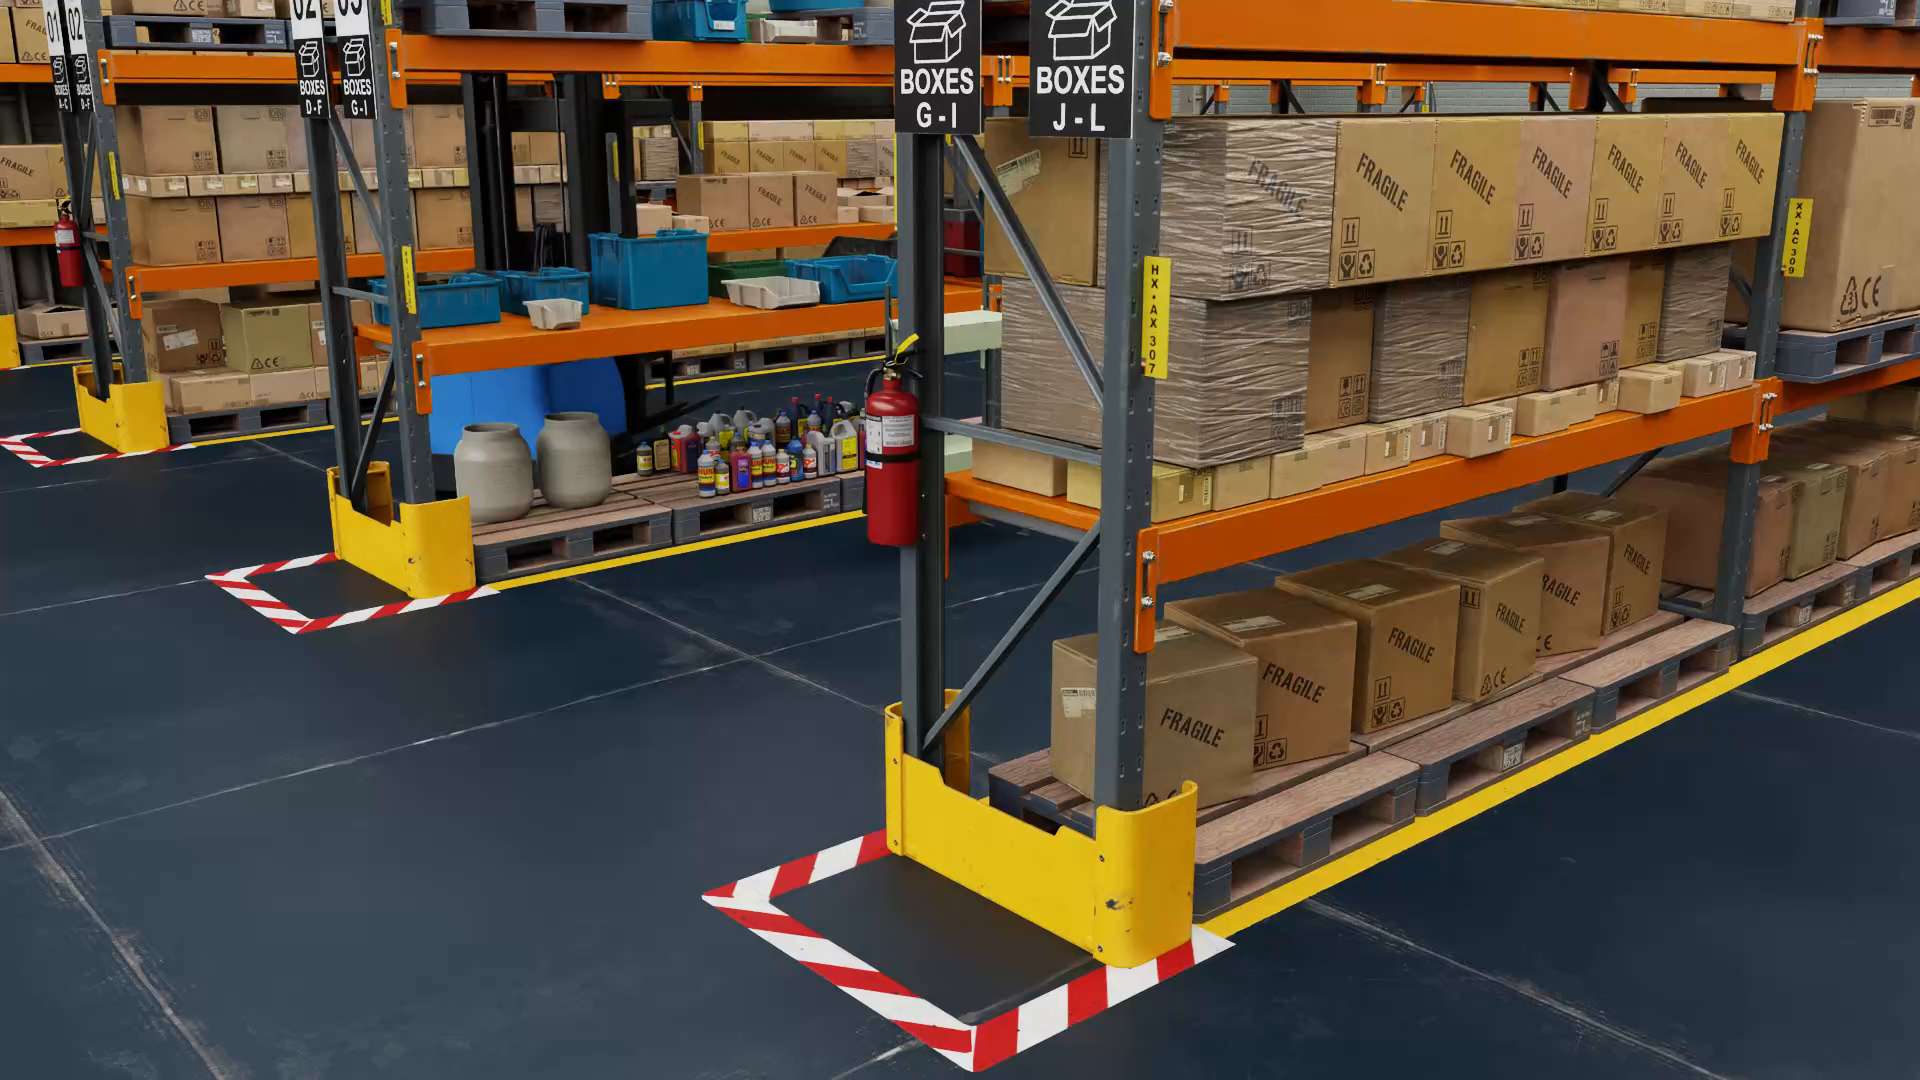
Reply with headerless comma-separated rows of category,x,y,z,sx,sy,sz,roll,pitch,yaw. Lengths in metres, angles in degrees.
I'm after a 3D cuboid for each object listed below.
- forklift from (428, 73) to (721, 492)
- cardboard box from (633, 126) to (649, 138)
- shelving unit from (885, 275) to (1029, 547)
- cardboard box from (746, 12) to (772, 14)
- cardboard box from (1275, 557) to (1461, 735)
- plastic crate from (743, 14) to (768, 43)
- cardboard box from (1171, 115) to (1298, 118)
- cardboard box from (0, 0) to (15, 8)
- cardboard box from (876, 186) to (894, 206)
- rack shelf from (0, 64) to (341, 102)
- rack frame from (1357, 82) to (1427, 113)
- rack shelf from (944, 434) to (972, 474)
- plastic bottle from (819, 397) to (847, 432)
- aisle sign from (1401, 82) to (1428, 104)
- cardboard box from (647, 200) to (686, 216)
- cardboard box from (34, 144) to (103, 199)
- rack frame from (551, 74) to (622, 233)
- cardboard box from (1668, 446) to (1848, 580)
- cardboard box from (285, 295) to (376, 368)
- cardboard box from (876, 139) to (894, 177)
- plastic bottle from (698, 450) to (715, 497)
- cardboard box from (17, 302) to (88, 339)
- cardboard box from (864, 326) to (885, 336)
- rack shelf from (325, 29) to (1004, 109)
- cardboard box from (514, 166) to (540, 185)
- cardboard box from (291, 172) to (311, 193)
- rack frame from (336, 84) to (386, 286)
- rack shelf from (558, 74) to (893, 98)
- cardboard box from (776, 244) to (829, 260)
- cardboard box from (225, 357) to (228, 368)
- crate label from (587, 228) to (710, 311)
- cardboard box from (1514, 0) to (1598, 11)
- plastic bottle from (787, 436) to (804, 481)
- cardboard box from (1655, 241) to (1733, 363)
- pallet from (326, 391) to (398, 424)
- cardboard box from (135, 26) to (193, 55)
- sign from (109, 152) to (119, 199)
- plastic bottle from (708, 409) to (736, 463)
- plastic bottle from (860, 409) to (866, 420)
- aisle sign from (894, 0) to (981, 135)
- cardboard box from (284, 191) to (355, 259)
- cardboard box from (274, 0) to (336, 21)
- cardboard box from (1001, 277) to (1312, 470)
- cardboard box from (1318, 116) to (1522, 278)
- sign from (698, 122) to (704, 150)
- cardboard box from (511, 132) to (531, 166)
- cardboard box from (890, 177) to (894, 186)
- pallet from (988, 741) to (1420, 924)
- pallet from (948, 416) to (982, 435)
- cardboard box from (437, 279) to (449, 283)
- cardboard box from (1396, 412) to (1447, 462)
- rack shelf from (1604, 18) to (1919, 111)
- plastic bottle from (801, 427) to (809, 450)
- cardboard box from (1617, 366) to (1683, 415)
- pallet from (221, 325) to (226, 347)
forklift,-2.643,-2.019,11.627,1.130,2.935,3.031,4,16,15
cardboard box,-4.019,-4.994,20.331,0.380,0.149,0.250,12,19,38
shelving unit,-0.005,-0.723,9.552,0.755,1.500,0.431,-13,19,-39
cardboard box,-1.826,-4.792,15.541,0.500,0.250,0.500,14,20,42
cardboard box,1.569,0.399,6.475,0.500,0.500,0.500,-10,18,-34
plastic crate,-1.429,-3.068,10.020,0.450,0.188,0.336,-13,19,-39
cardboard box,0.800,-1.196,5.706,0.500,0.500,0.500,-13,19,-39
cardboard box,-9.130,-5.194,15.402,0.500,0.500,0.500,14,21,43
cardboard box,-0.594,-3.482,17.144,0.500,0.311,0.500,-11,19,-36
rack shelf,-8.072,-4.627,16.840,4.000,0.370,1.077,-13,19,-39
rack frame,5.744,-4.933,22.405,0.127,3.000,1.000,-13,19,-39
rack shelf,-0.005,-0.408,9.636,0.720,0.370,0.431,-13,19,-39
plastic bottle,-0.846,-0.784,11.153,0.185,0.351,0.144,-13,19,-39
aisle sign,5.997,-6.141,21.890,0.004,0.787,0.394,-13,19,-39
cardboard box,-2.766,-3.020,15.504,0.258,0.266,0.396,-13,20,-41
cardboard box,-8.644,-3.590,16.176,0.500,0.500,0.500,-13,19,-39
rack frame,-3.308,-2.900,14.795,0.127,3.000,1.000,-13,19,-39
cardboard box,4.041,-0.153,8.501,0.500,0.500,0.700,-13,20,-40
cardboard box,-5.031,-1.679,13.285,0.500,0.500,0.500,-13,19,-39
cardboard box,-1.089,-5.205,22.615,0.500,0.500,0.500,-12,19,-39
plastic bottle,-1.505,-0.398,9.864,0.097,0.271,0.097,0,15,0
cardboard box,-8.999,-2.199,16.529,0.500,0.311,0.500,13,20,41
cardboard box,-0.914,-2.228,16.791,0.500,0.250,0.500,-13,20,-40
rack shelf,-1.568,-2.698,9.620,4.000,0.370,1.077,-13,19,-39
cardboard box,-3.757,-3.088,14.046,0.250,0.149,0.380,-13,20,-41
cardboard box,-5.111,-2.784,12.909,0.250,0.149,0.380,-14,20,-41
rack frame,-6.563,-3.864,18.403,0.127,3.000,1.000,-13,19,-39
rack shelf,-1.800,-4.341,15.769,4.000,0.370,1.077,-13,19,-39
cardboard box,-2.240,-3.952,22.085,0.750,0.750,0.750,-13,20,-40
cardboard box,-5.746,-1.332,13.440,0.500,0.250,0.500,-13,19,-39
crate label,-1.866,-1.639,10.005,0.616,0.435,0.502,-13,19,-39
cardboard box,1.858,-1.962,5.762,0.500,0.250,0.500,-12,19,-38
plastic bottle,-1.018,-0.508,10.273,0.097,0.271,0.097,0,15,0
cardboard box,2.812,-1.099,7.281,0.500,0.500,0.875,-13,19,-39
pallet,-4.857,-1.219,13.903,1.213,0.211,1.003,-13,19,-39
cardboard box,-7.956,-4.969,16.495,0.500,0.500,0.500,-11,19,-36
sign,-5.966,-2.570,11.728,0.005,0.325,0.100,-13,19,-39
plastic bottle,-1.544,-0.676,10.751,0.185,0.351,0.144,-12,19,-37
plastic bottle,-0.664,-0.810,11.540,0.097,0.201,0.097,0,15,0
aisle sign,-0.069,-1.597,4.880,0.004,0.787,0.394,-13,19,-39
cardboard box,-5.194,-2.520,13.179,0.500,0.500,0.700,-12,19,-39
cardboard box,-4.894,-4.219,12.640,0.500,0.500,0.500,-13,19,-39
cardboard box,0.607,-0.573,5.313,0.500,0.500,0.875,-13,19,-39
cardboard box,1.526,-1.177,5.636,0.500,0.500,0.500,-13,19,-39
sign,-3.182,-4.959,20.411,0.005,0.325,0.100,-13,19,-39
cardboard box,-4.019,-3.413,14.007,0.500,0.500,0.700,-13,20,-39
cardboard box,-0.997,-4.913,22.777,0.250,0.149,0.380,-12,19,-38
pallet,0.868,0.910,5.933,1.213,0.211,1.003,-13,19,-39
pallet,0.507,-0.729,12.068,1.213,0.211,1.003,-13,19,-39
cardboard box,-4.236,-2.033,14.610,0.500,0.500,0.500,-13,19,-39
cardboard box,1.484,-0.387,5.873,0.250,0.149,0.380,-13,19,-39
rack shelf,4.700,-2.411,8.547,4.000,0.370,1.077,-13,19,-39
plastic bottle,-0.940,-0.577,10.508,0.133,0.283,0.061,-13,19,-39
cardboard box,2.684,-0.621,6.748,0.250,0.149,0.380,-13,19,-39
pallet,-7.967,-2.188,17.533,1.213,0.211,1.003,-13,19,-39
